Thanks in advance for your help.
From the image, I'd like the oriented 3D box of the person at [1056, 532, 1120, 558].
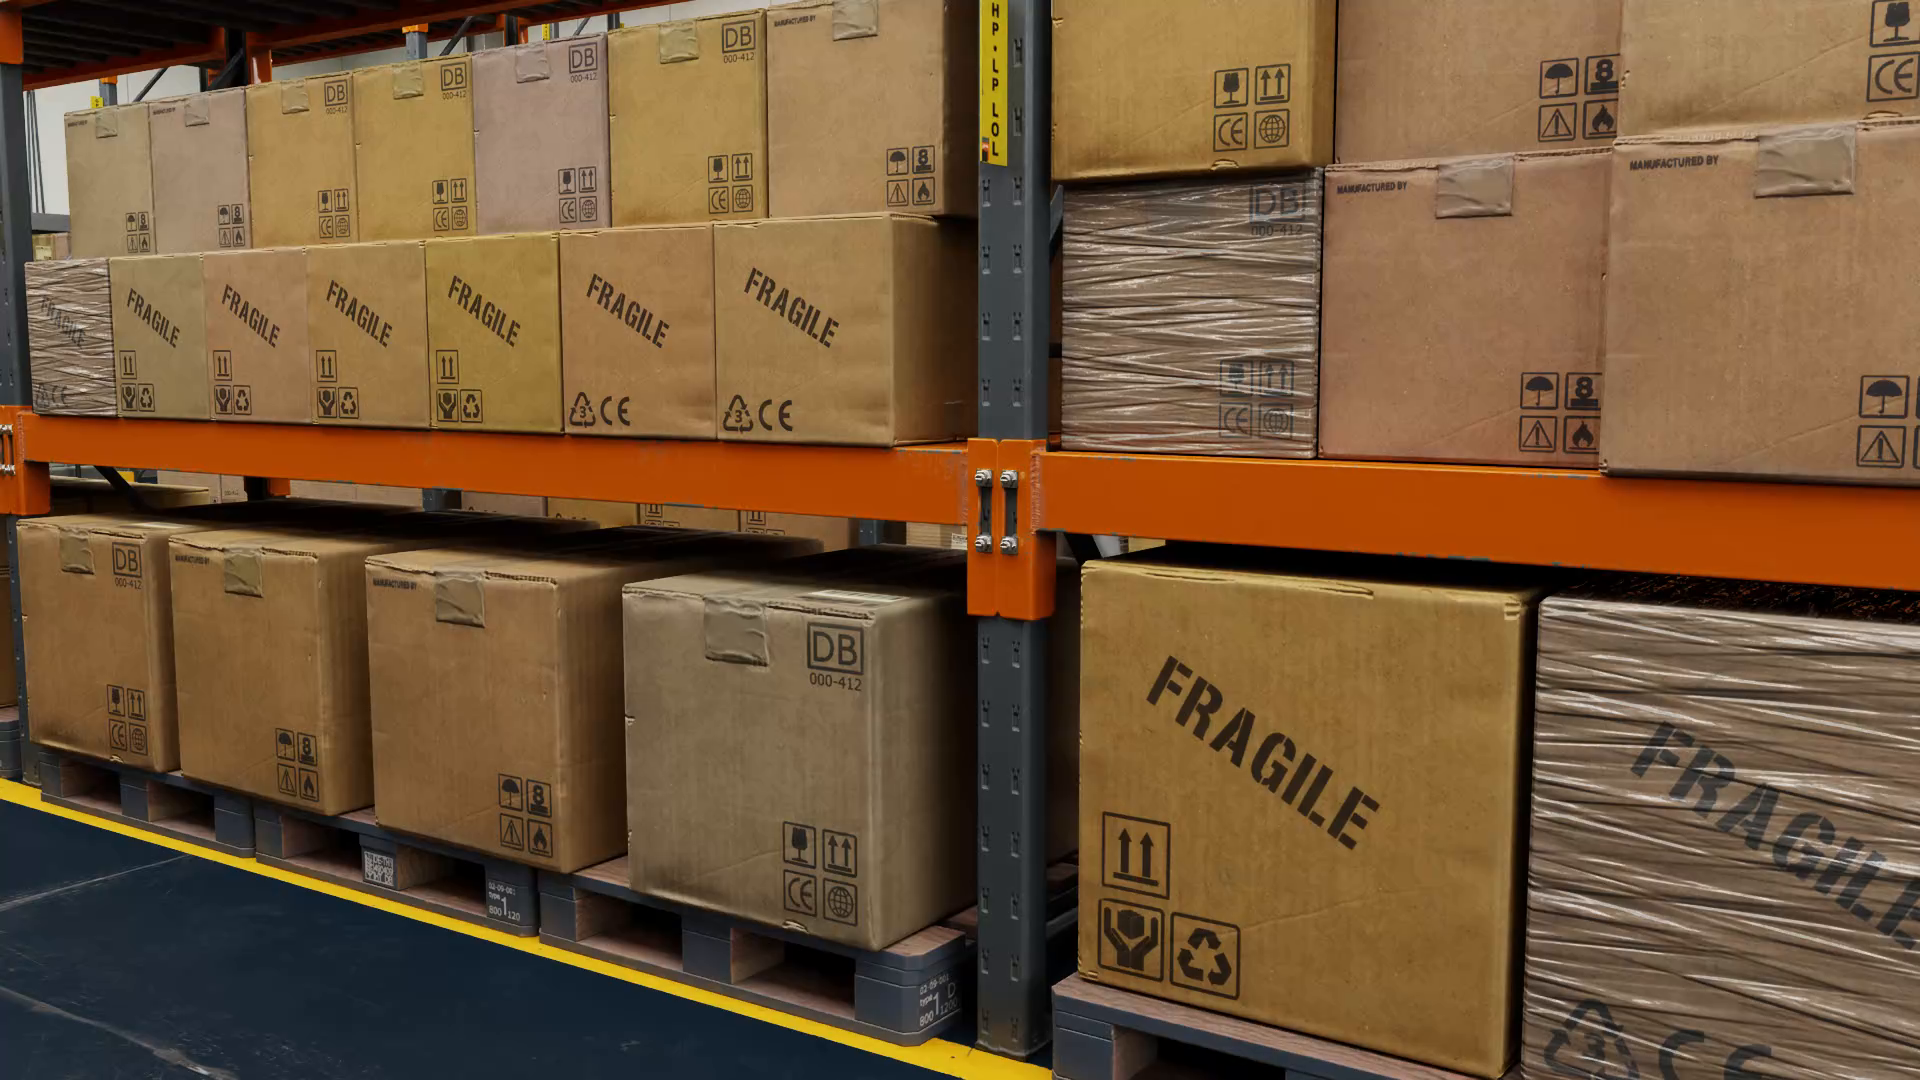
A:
[{"bbox_3d":[0.524,-0.154,7.351,0.509,1.671,0.363,4,7,30],"label":"person"}]
